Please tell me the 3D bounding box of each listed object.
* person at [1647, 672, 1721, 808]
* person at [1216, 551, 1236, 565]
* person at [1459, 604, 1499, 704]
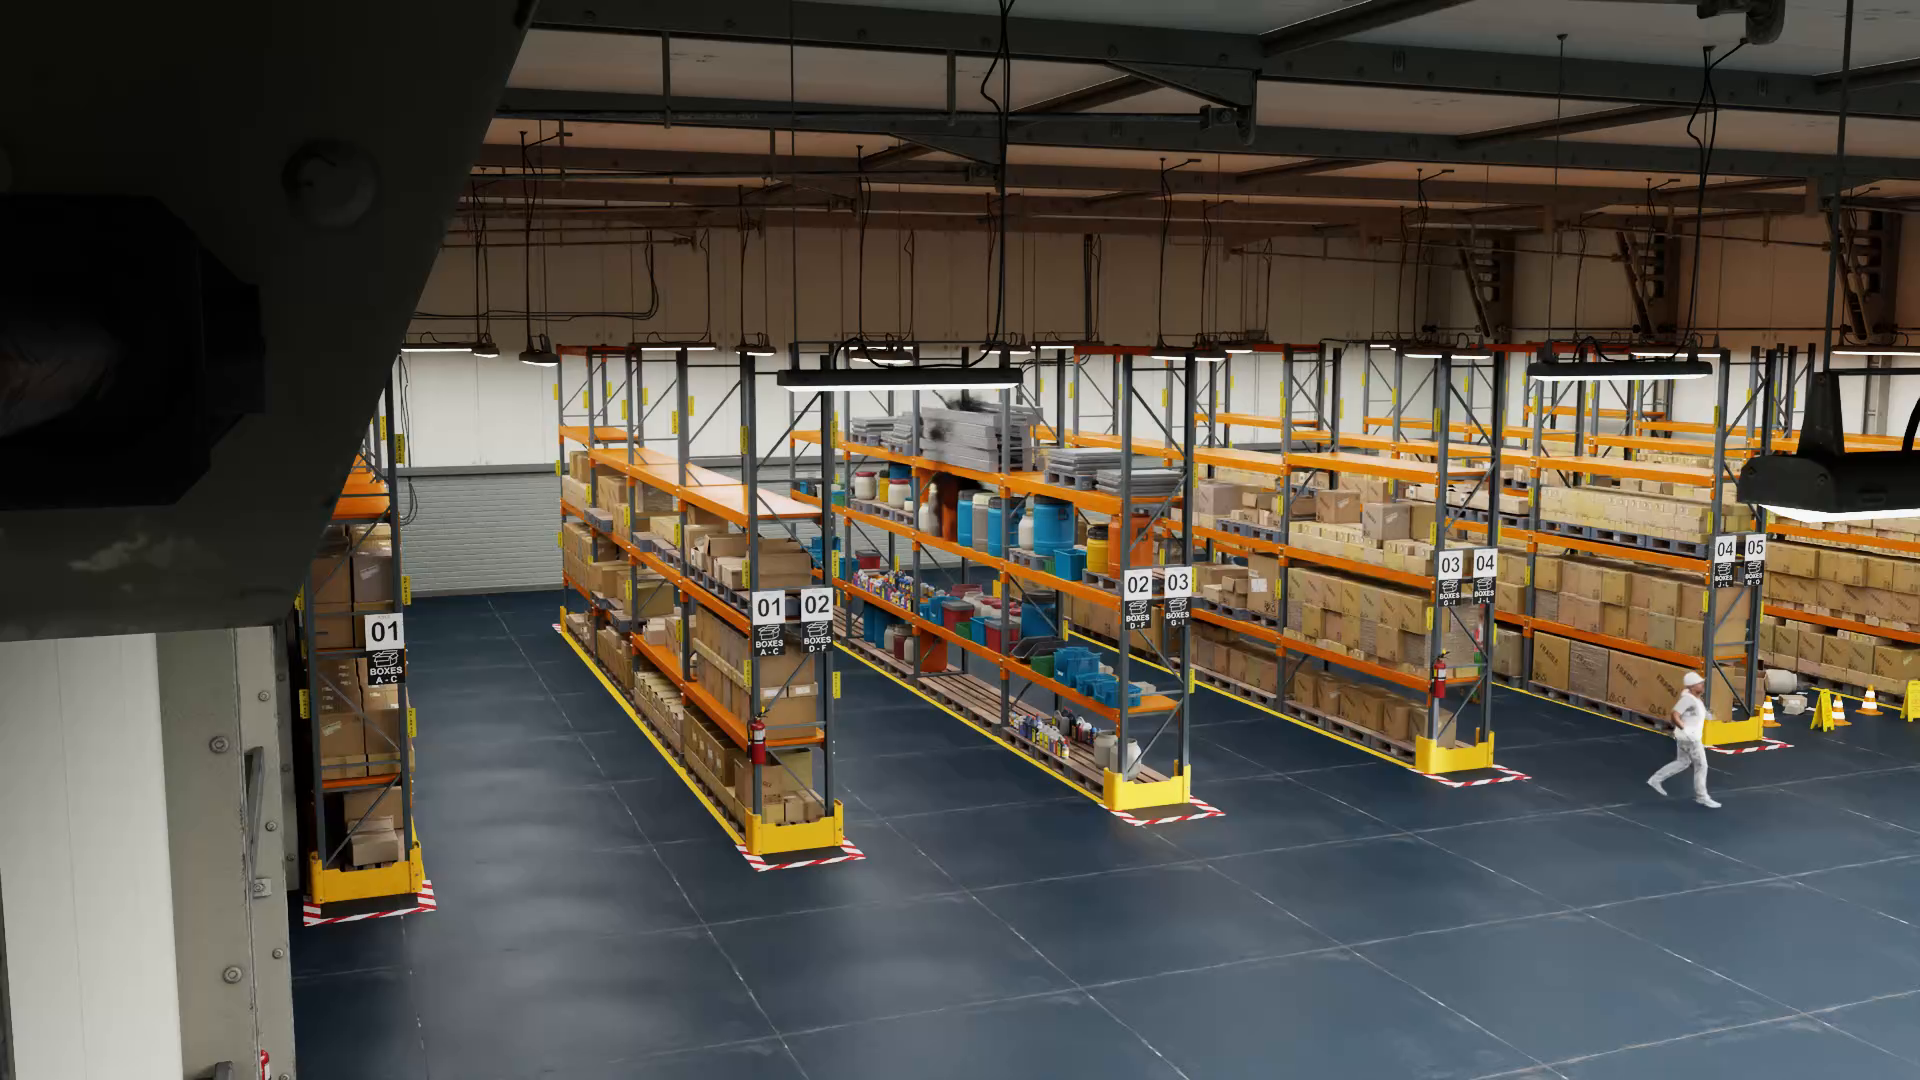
[{"bbox_3d":[9.677,2.638,22.155,0.924,1.795,0.648,2,8,16],"label":"person"},{"bbox_3d":[6.747,0.226,41.878,0.516,1.671,0.986,6,9,37],"label":"person"},{"bbox_3d":[8.777,1.894,28.171,0.673,1.752,0.590,-4,8,-30],"label":"person"}]
